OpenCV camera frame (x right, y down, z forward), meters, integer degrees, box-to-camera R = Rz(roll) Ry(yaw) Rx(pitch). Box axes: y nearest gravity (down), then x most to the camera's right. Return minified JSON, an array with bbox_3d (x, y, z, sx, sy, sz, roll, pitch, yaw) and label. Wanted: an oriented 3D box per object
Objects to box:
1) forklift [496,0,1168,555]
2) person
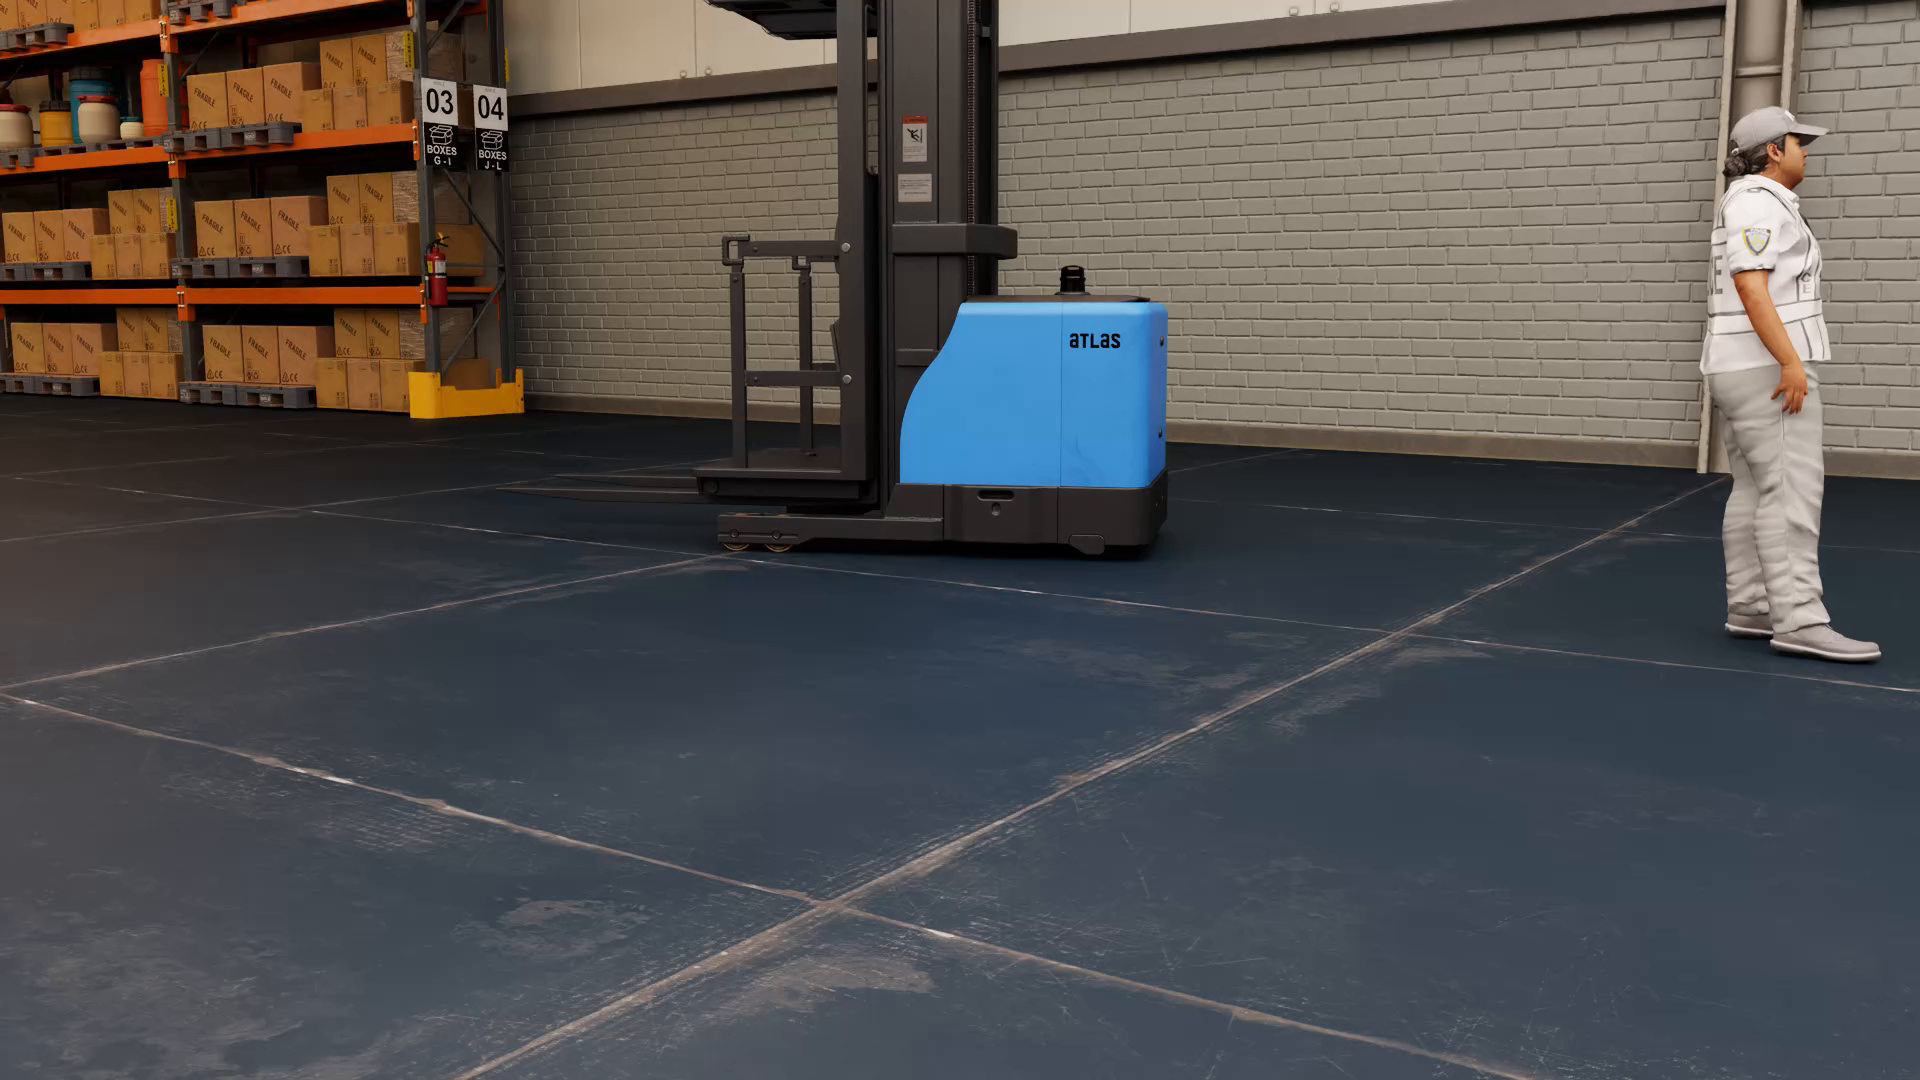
[{"bbox_3d":[-0.596,-1.469,7.520,3.031,2.935,1.130,2,8,12],"label":"forklift"},{"bbox_3d":[2.603,-0.507,5.195,0.529,1.669,0.598,3,9,20],"label":"person"}]
